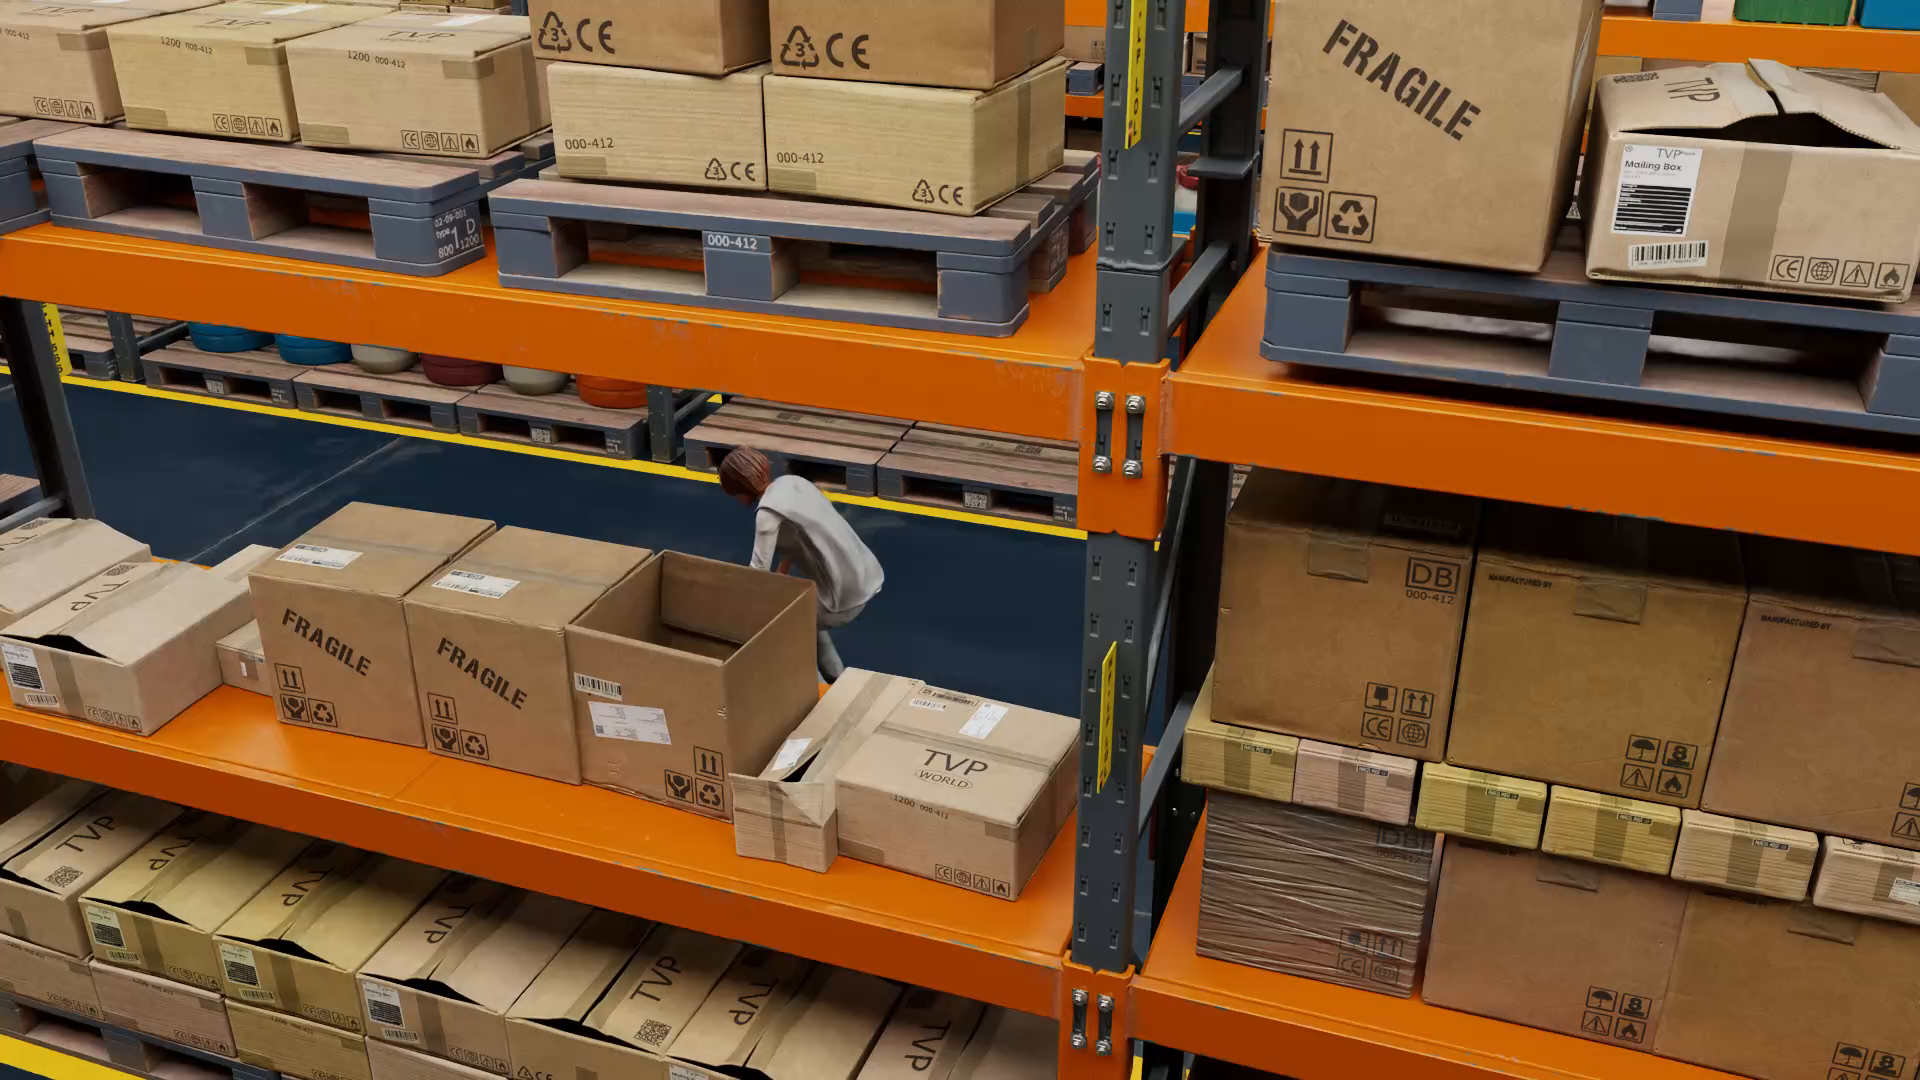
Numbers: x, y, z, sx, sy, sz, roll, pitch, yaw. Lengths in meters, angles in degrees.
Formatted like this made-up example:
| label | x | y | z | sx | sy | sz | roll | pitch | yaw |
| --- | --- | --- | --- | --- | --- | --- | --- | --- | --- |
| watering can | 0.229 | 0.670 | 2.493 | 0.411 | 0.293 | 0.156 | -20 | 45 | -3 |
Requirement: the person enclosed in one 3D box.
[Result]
| label | x | y | z | sx | sy | sz | roll | pitch | yaw |
| --- | --- | --- | --- | --- | --- | --- | --- | --- | --- |
| person | -0.675 | 0.219 | 7.087 | 0.686 | 1.242 | 0.462 | 9 | 27 | 17 |
